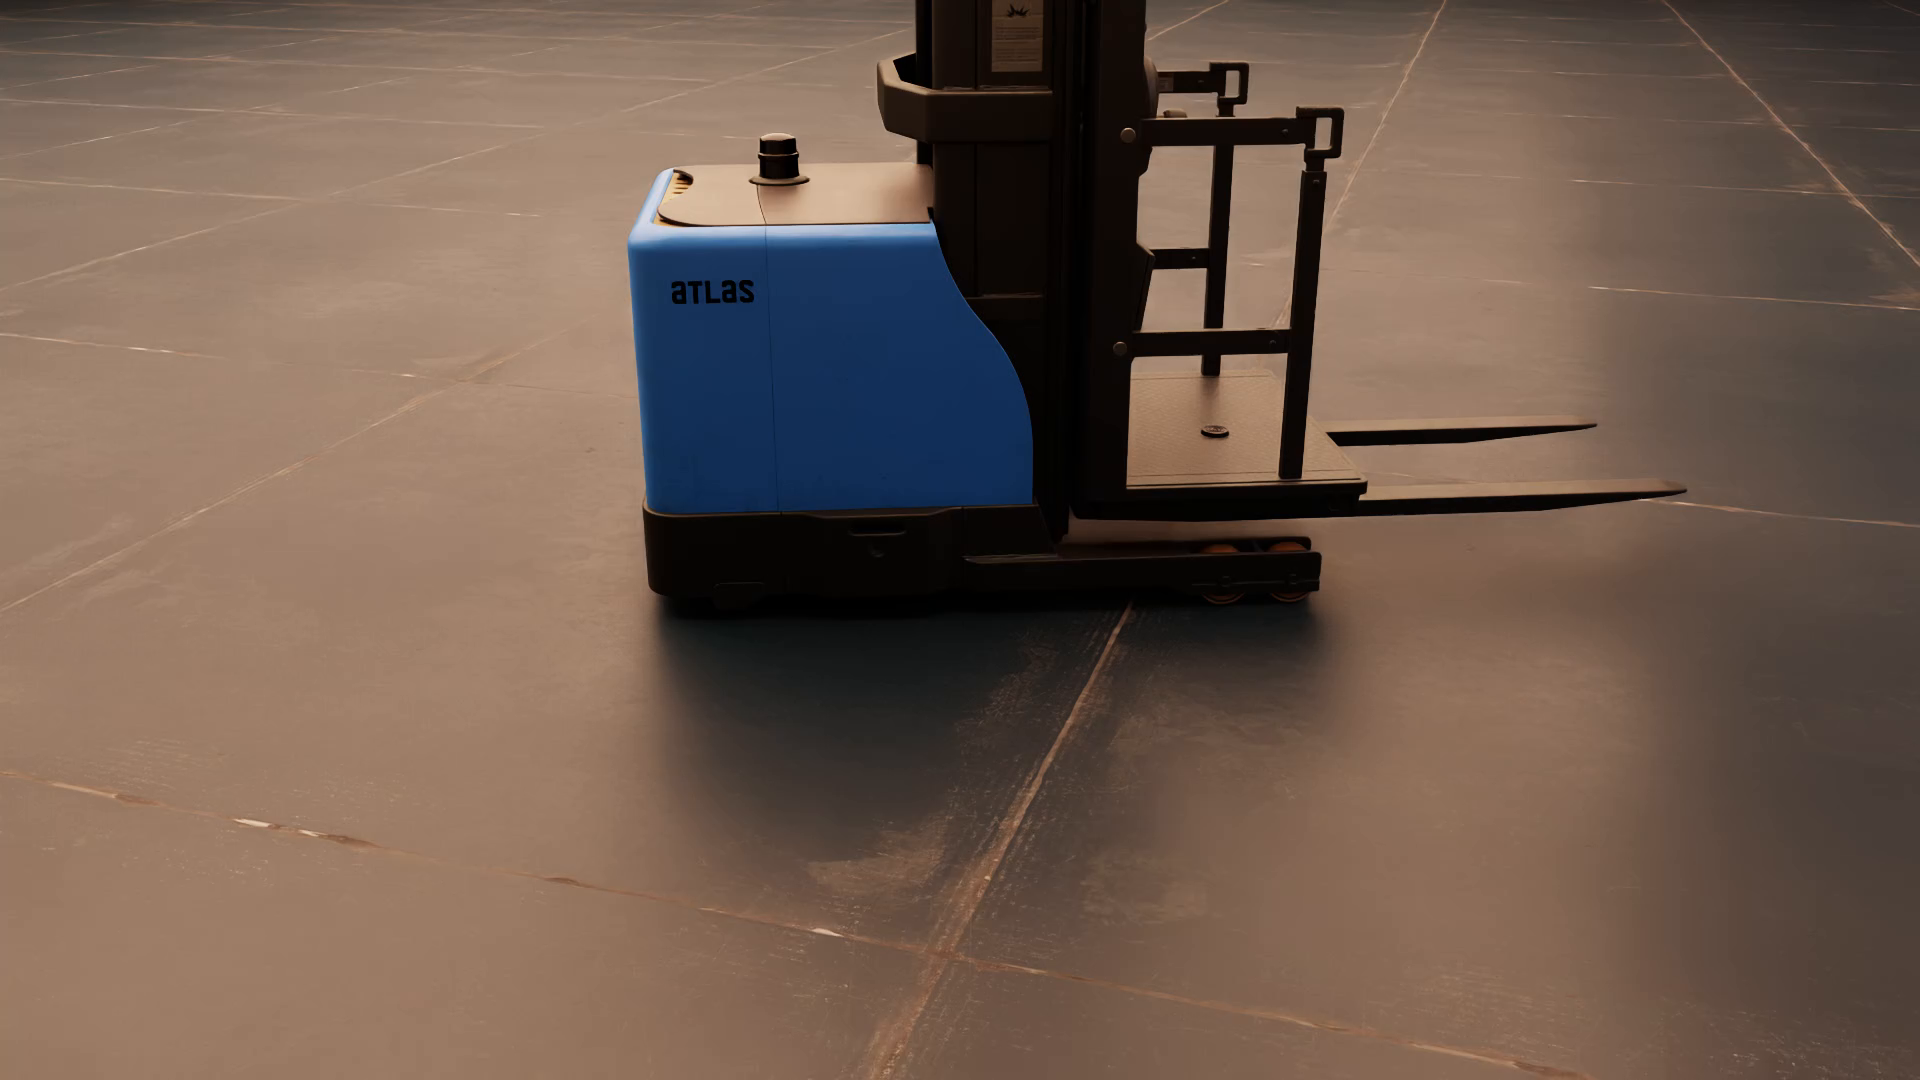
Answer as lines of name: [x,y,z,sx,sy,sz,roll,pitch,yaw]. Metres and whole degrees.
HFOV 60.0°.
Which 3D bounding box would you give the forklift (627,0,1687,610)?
forklift: [0.606,-1.374,4.608,3.031,2.935,1.130,-2,23,-4]
